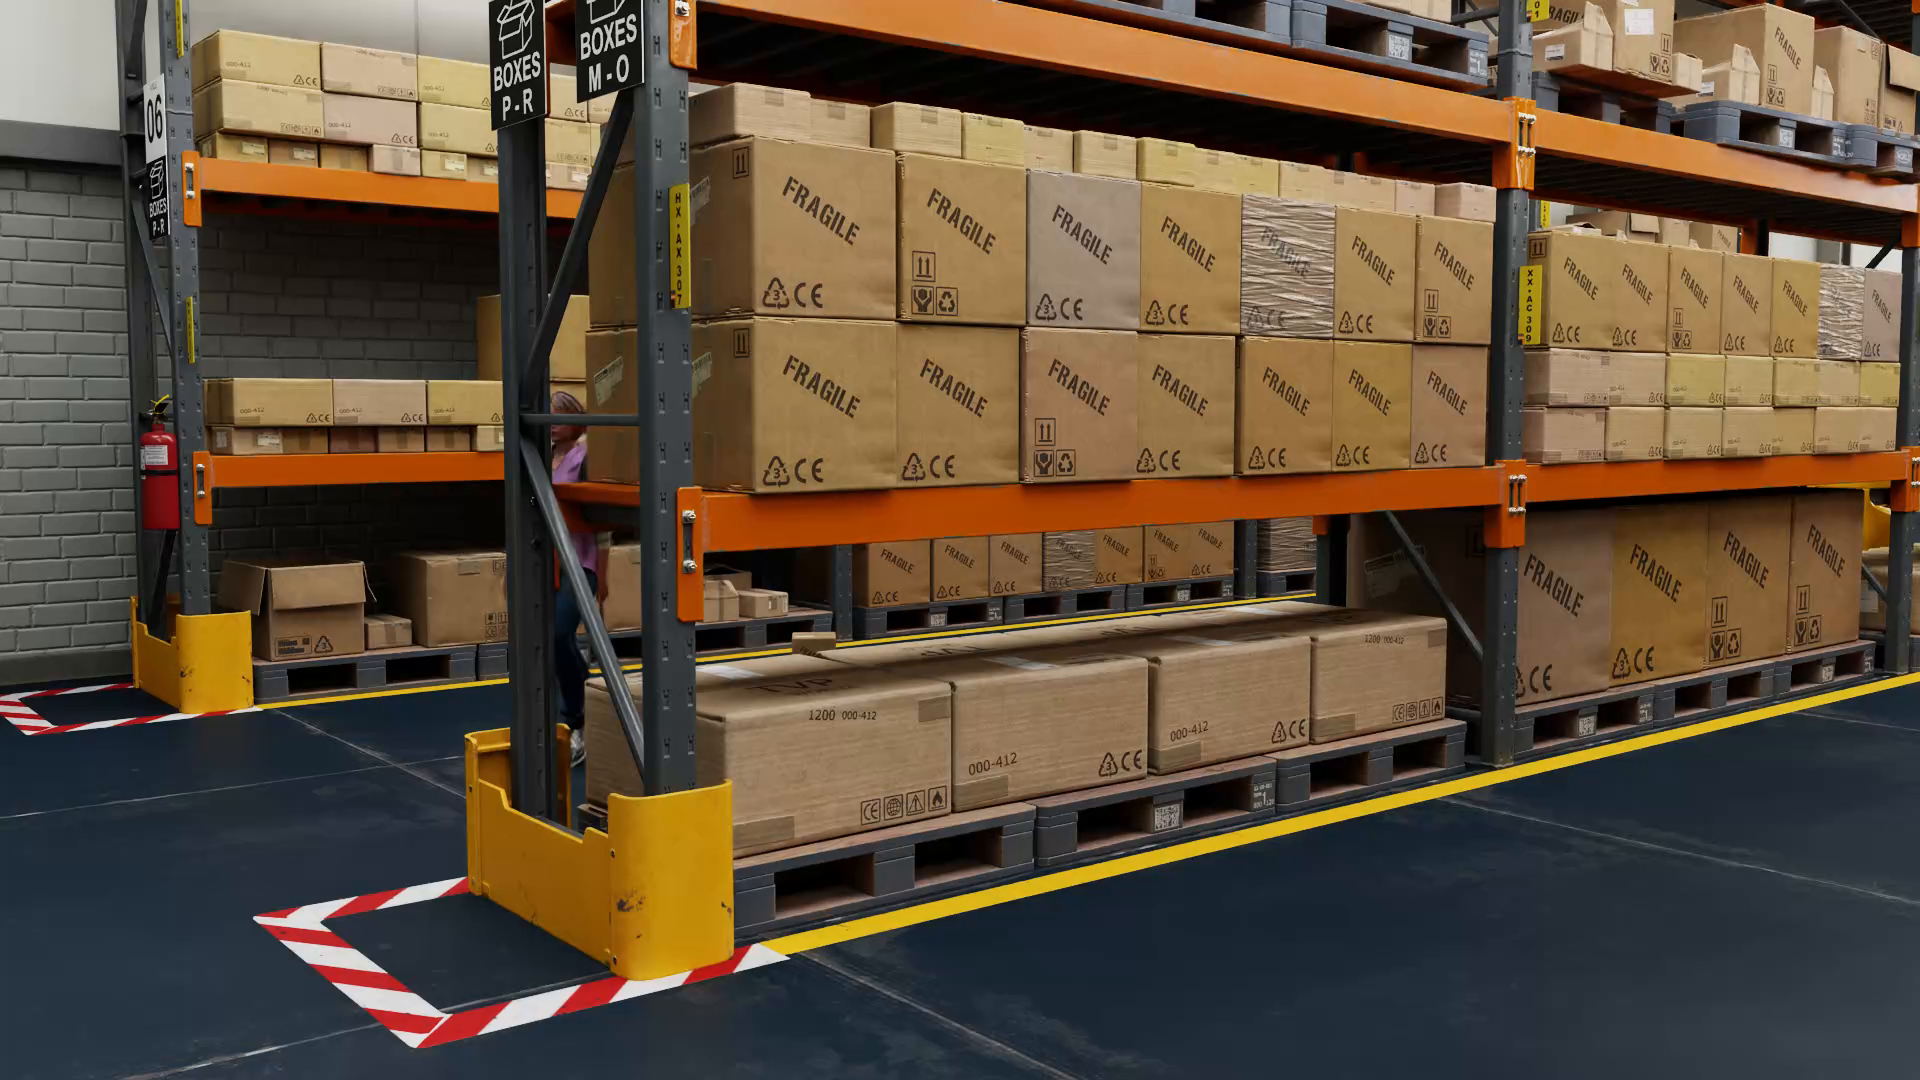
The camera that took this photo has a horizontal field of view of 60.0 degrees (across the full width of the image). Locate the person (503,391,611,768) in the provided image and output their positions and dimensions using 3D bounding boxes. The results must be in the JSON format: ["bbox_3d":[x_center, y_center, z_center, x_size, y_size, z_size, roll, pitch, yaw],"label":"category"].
[{"bbox_3d":[-1.744,0.164,7.266,0.430,1.626,0.451,3,5,30],"label":"person"}]
